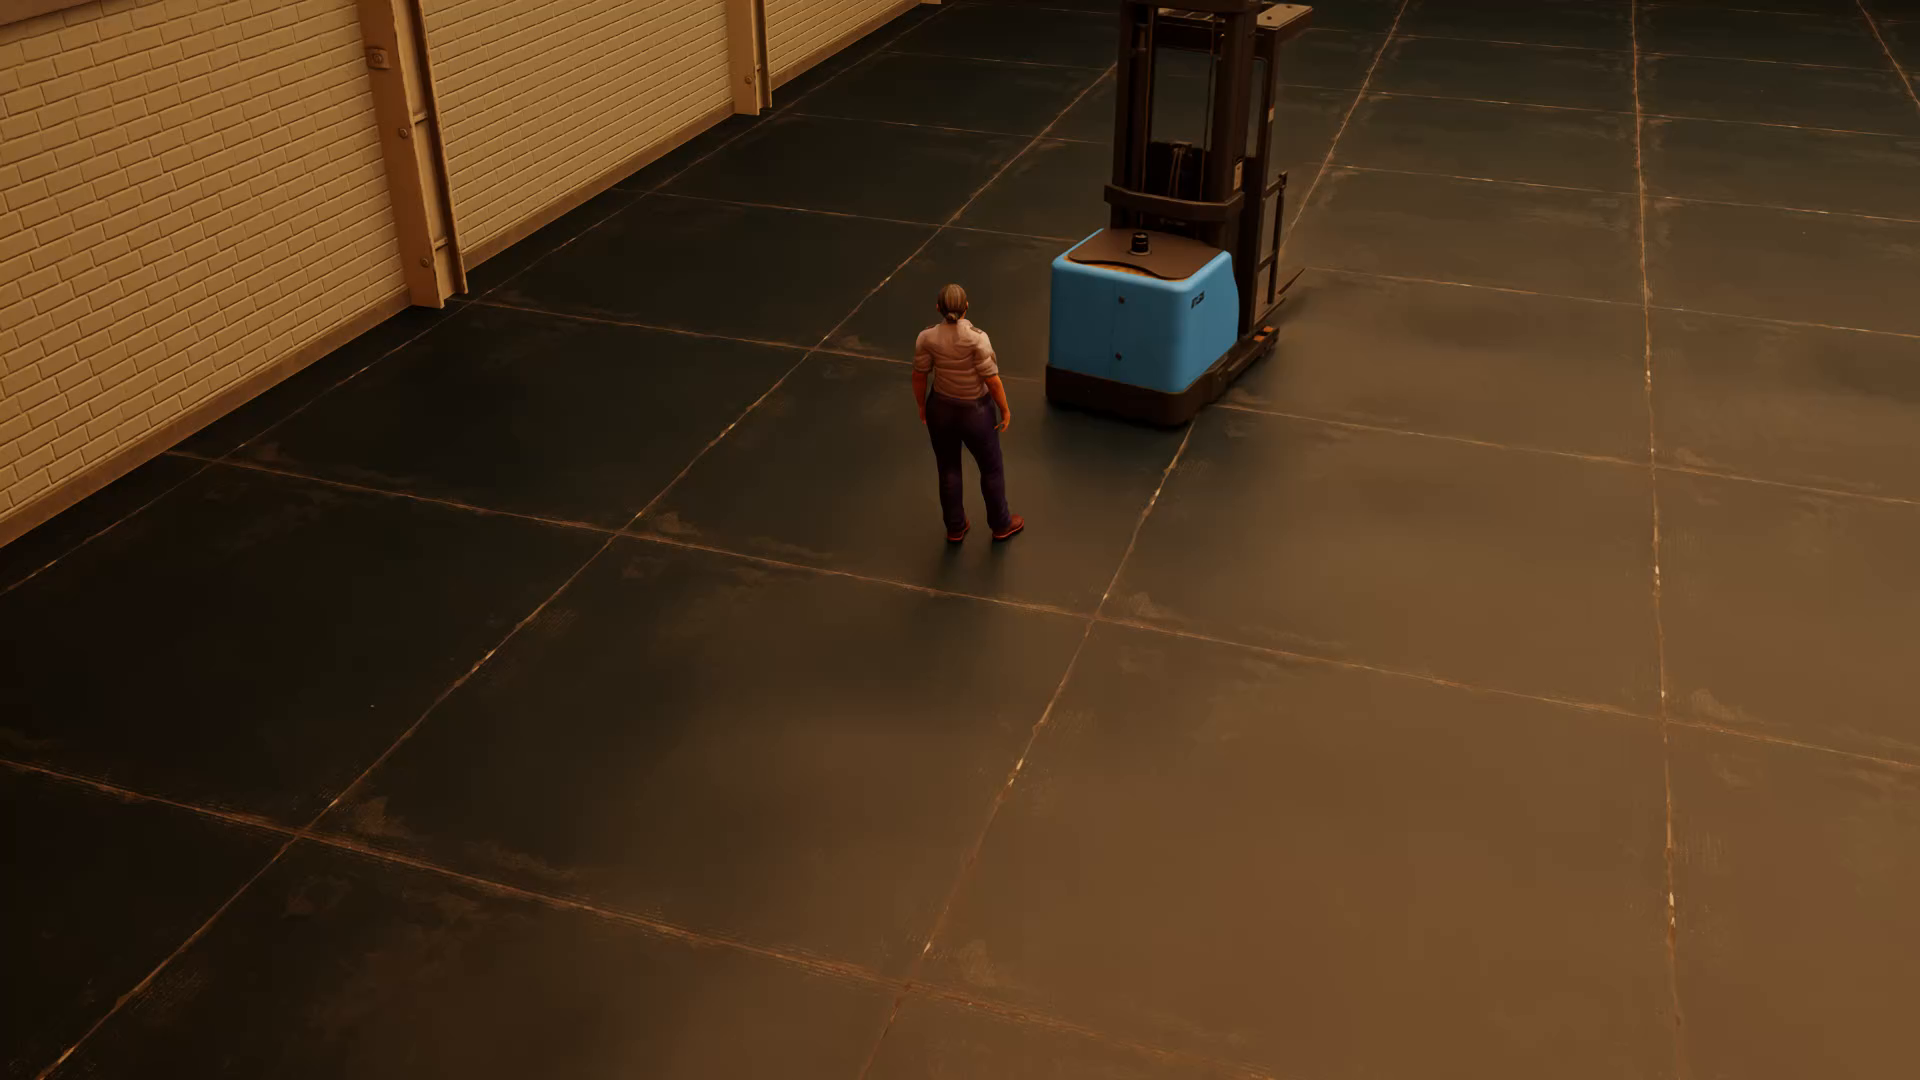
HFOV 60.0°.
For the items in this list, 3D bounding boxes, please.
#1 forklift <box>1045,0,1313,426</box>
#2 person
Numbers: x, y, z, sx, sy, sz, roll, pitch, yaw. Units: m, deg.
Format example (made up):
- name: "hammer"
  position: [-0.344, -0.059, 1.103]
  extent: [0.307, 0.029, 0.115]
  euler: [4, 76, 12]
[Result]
- name: "forklift"
  position: [1.773, -2.749, 11.959]
  extent: [1.130, 2.935, 3.031]
  euler: [16, 33, 26]
- name: "person"
  position: [0.050, -0.757, 9.753]
  extent: [0.599, 1.642, 0.503]
  euler: [10, 31, 16]
